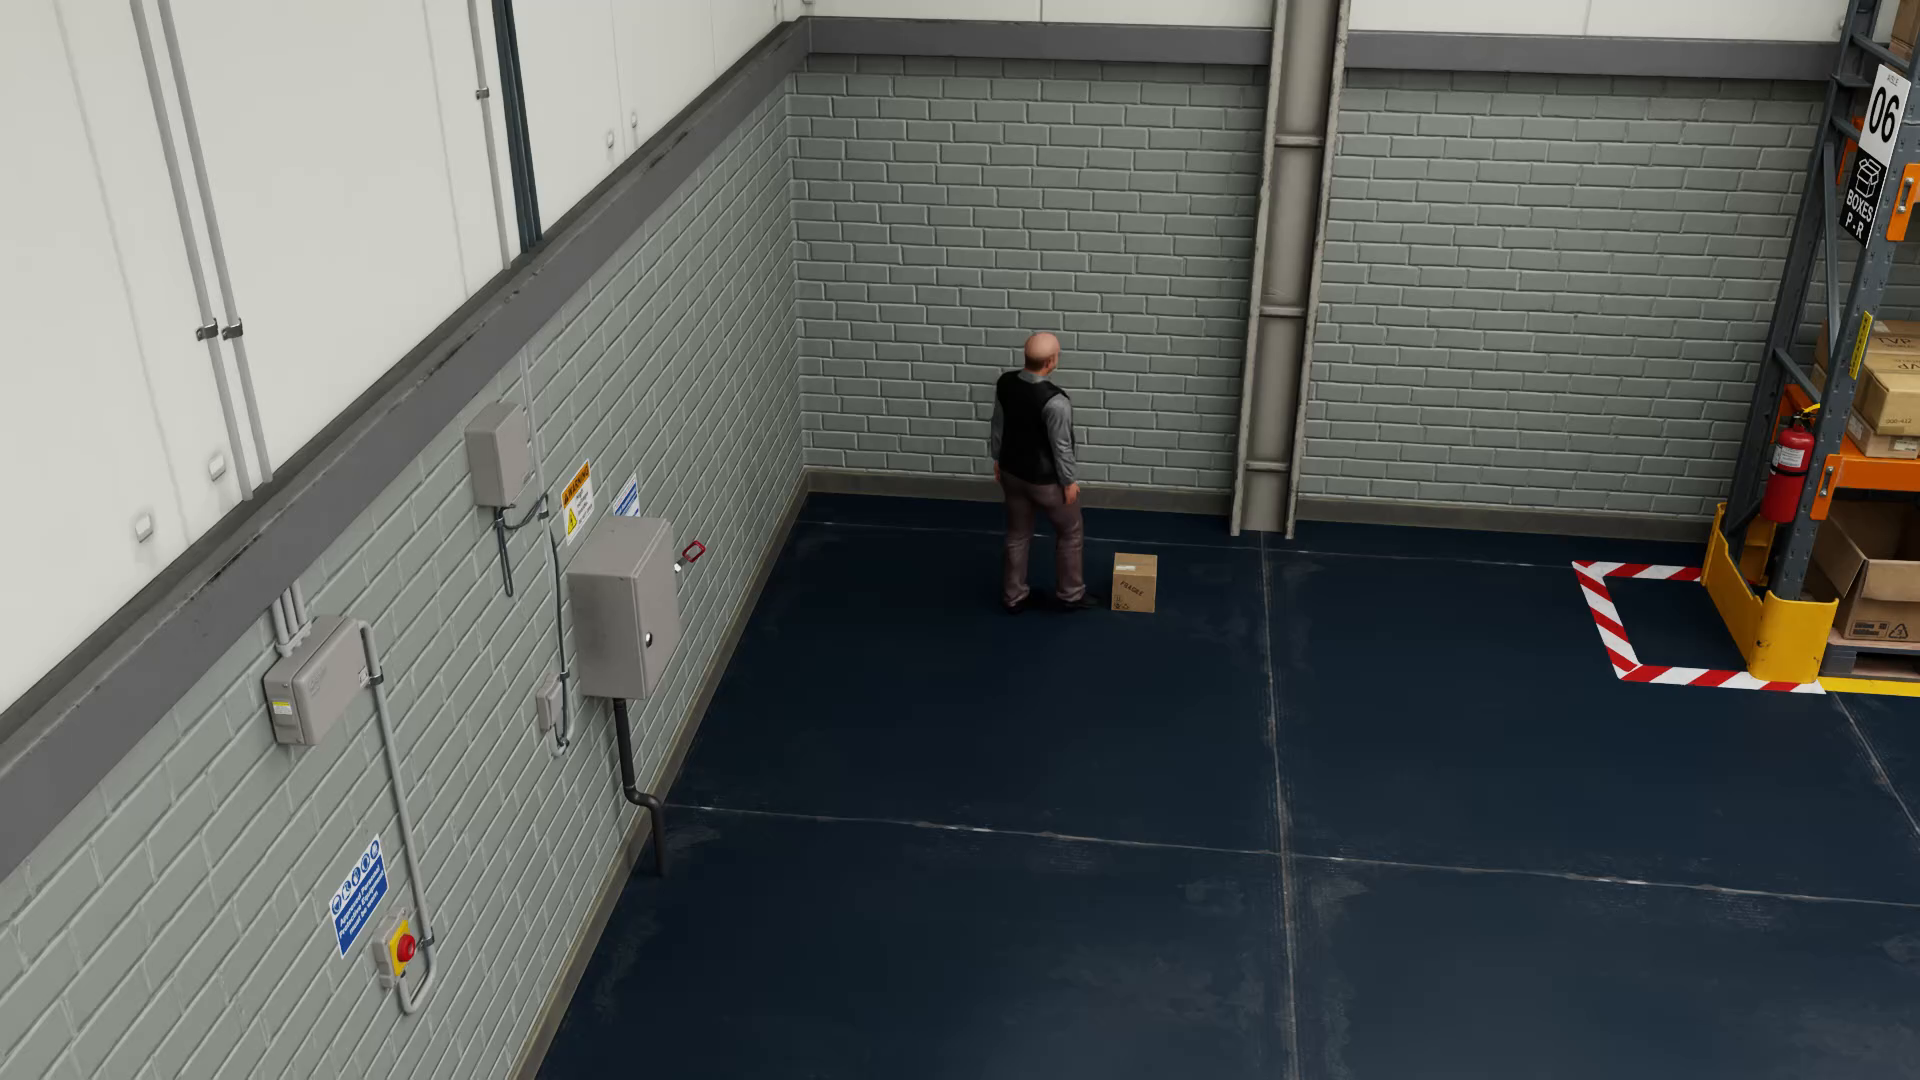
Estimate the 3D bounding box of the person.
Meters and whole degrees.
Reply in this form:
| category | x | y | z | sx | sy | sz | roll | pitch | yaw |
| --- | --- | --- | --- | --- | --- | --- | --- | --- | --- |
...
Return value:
| category | x | y | z | sx | sy | sz | roll | pitch | yaw |
| --- | --- | --- | --- | --- | --- | --- | --- | --- | --- |
| person | 0.488 | -0.385 | 9.374 | 0.565 | 1.745 | 0.549 | 24 | 36 | 37 |
